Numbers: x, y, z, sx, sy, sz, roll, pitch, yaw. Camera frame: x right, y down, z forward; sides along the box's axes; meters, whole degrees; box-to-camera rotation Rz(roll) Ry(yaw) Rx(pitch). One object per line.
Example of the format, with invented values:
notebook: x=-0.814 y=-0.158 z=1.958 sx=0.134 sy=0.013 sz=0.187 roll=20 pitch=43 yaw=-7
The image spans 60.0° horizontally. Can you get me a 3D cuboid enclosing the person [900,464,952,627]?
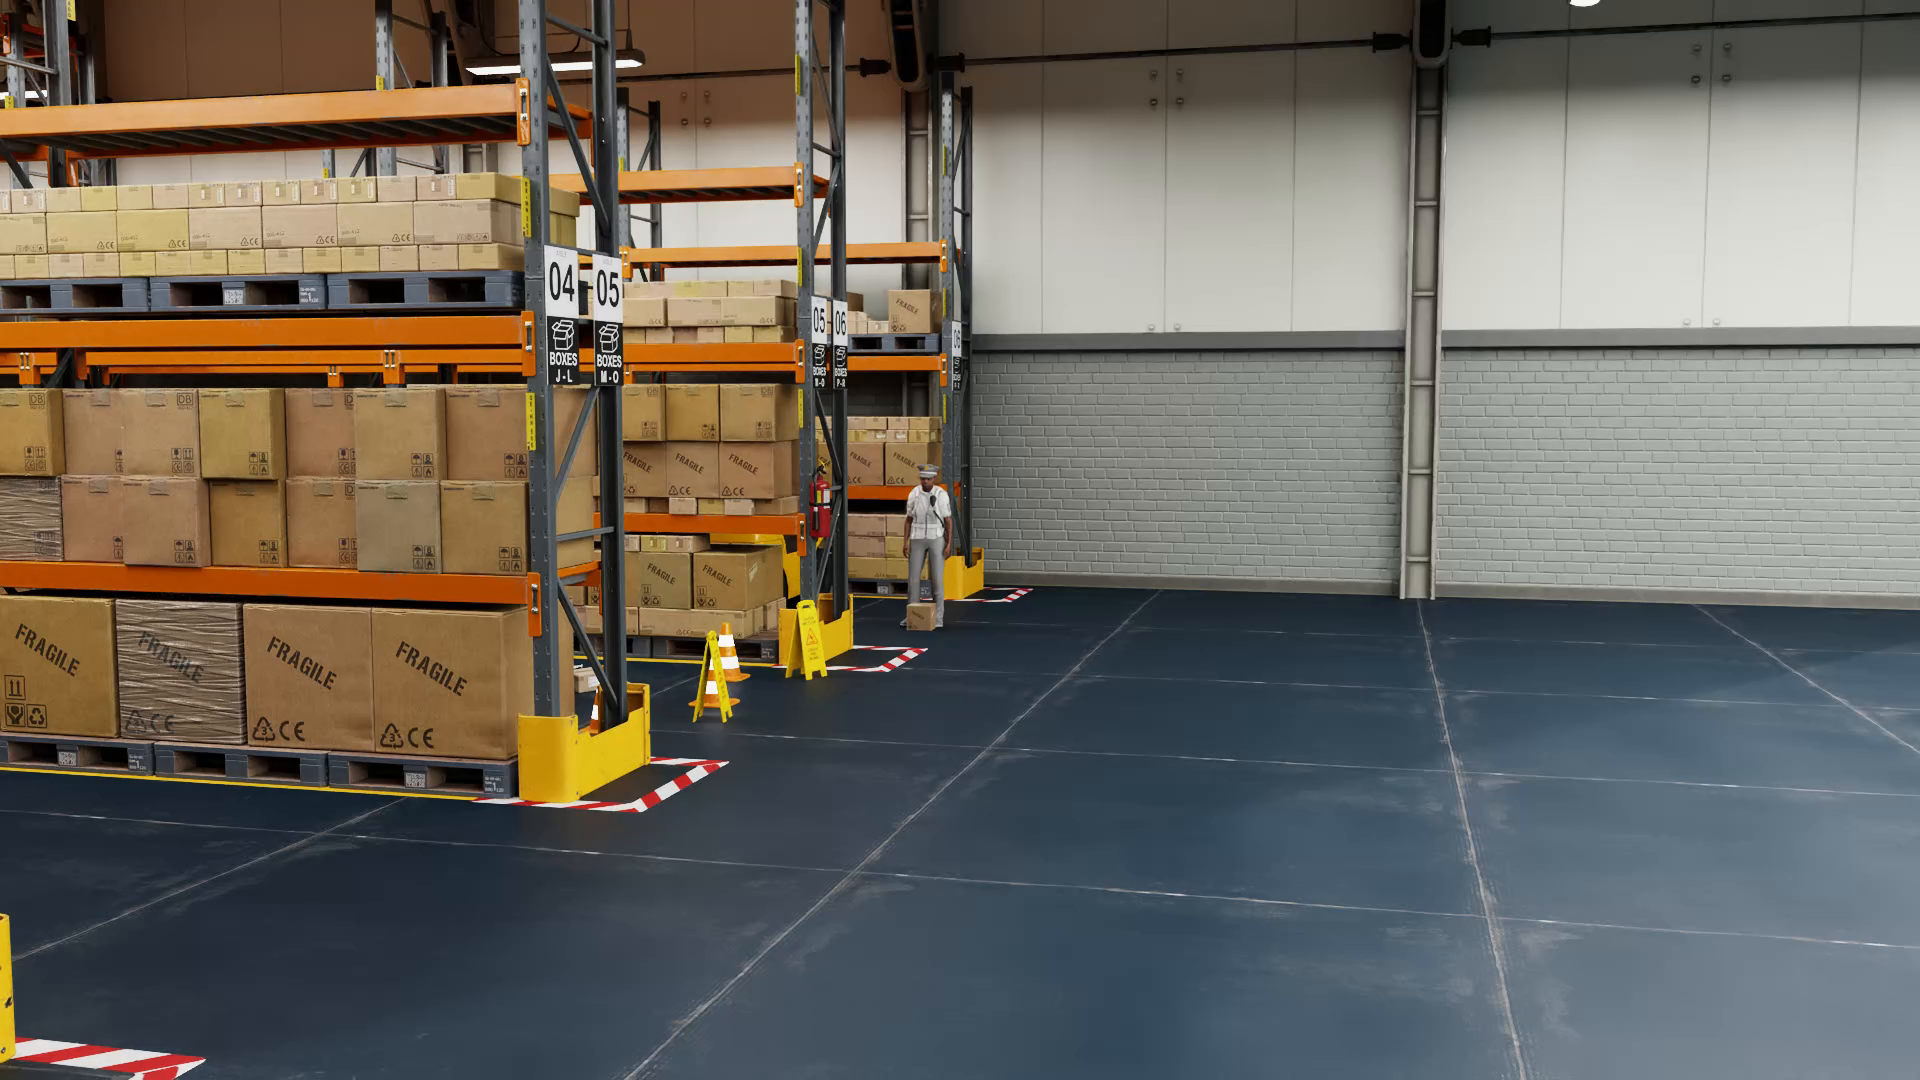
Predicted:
person: x=-0.340 y=0.052 z=16.943 sx=0.525 sy=1.661 sz=0.396 roll=1 pitch=5 yaw=12
